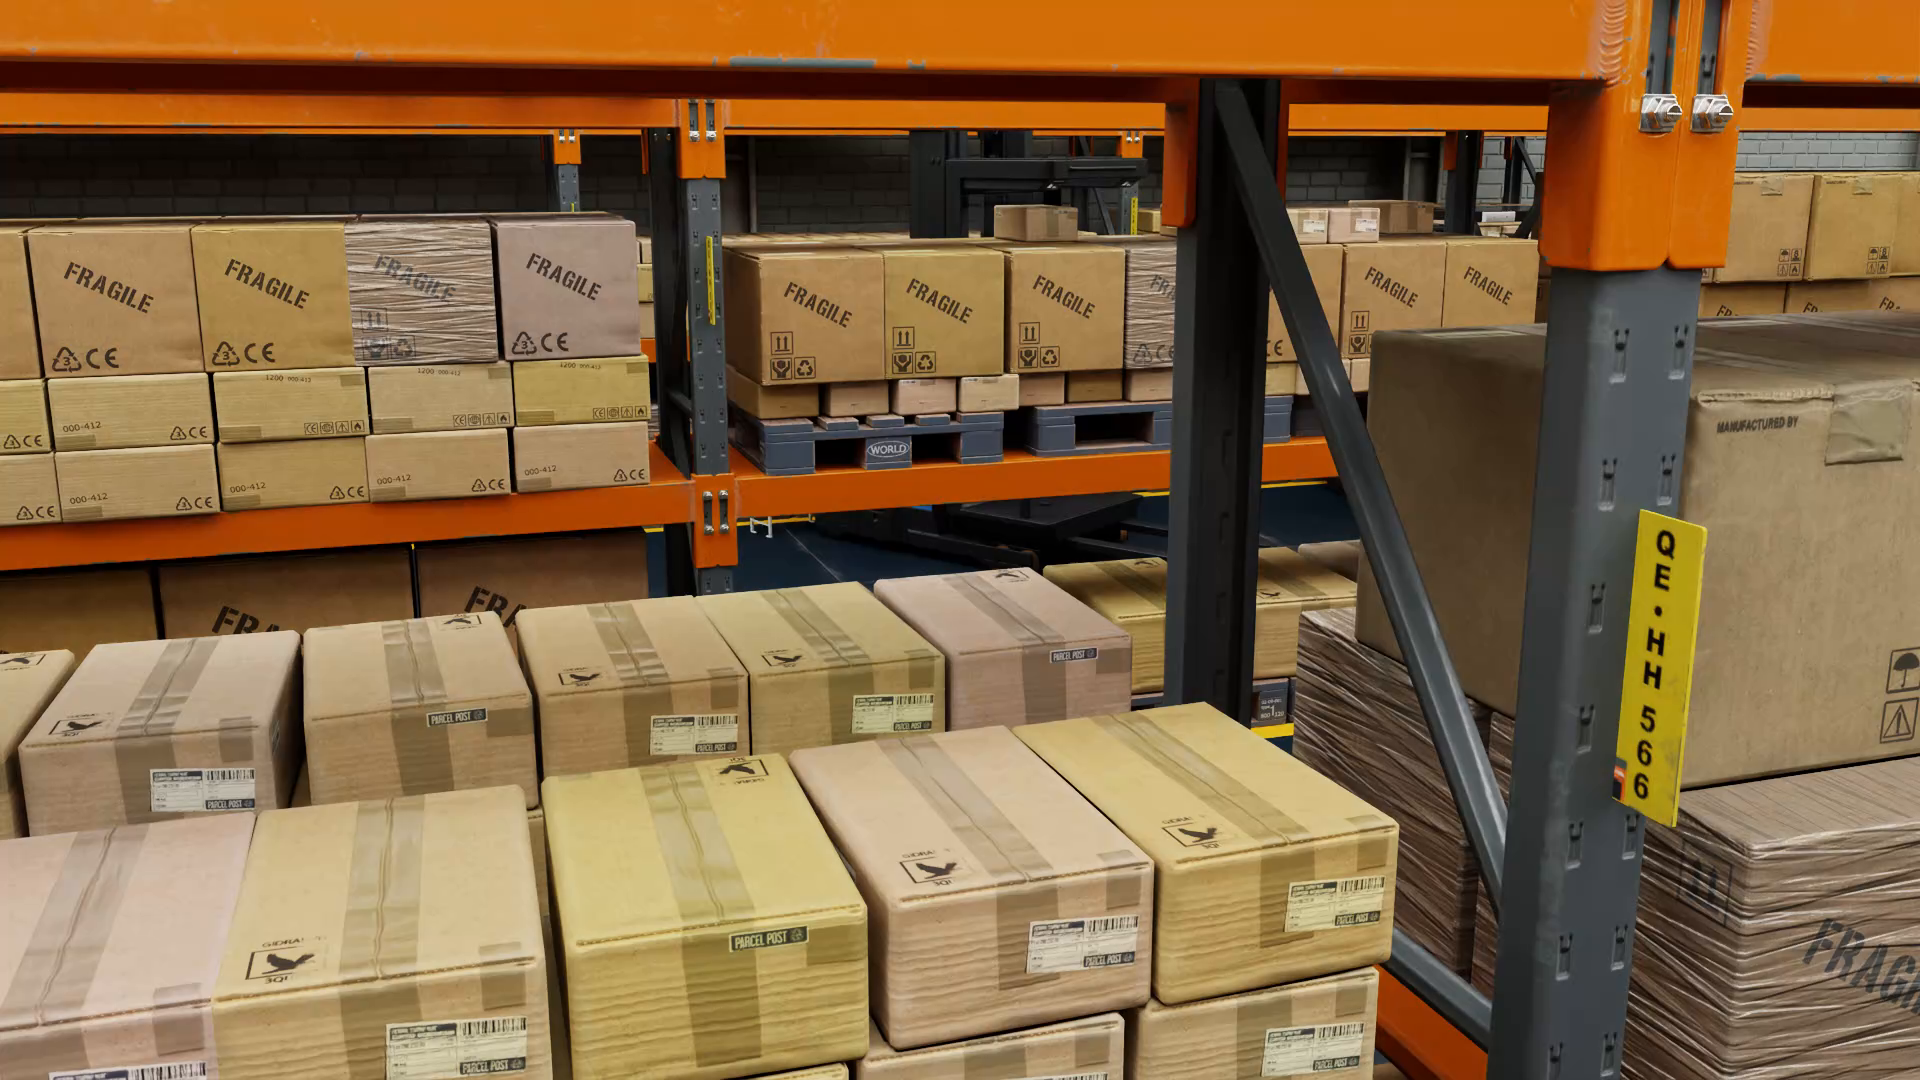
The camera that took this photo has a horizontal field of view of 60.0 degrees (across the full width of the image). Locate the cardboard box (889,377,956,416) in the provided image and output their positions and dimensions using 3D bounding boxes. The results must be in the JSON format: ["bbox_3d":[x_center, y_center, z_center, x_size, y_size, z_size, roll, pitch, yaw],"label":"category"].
[{"bbox_3d":[-0.201,-0.625,6.924,0.250,0.149,0.380,-5,14,-22],"label":"cardboard box"}]

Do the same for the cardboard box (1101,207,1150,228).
[{"bbox_3d":[1.290,-2.519,12.988,0.250,0.149,0.380,-4,14,-18],"label":"cardboard box"}]

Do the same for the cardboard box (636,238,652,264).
[{"bbox_3d":[-2.059,-1.968,11.315,0.250,0.149,0.380,-4,14,-17],"label":"cardboard box"}]

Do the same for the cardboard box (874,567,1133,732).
[{"bbox_3d":[0.050,0.162,2.328,0.250,0.149,0.380,-4,14,-18],"label":"cardboard box"}]

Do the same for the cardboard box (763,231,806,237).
[{"bbox_3d":[-1.293,-2.179,12.204,0.250,0.149,0.380,-5,14,-19],"label":"cardboard box"}]

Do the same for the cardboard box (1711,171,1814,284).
[{"bbox_3d":[3.648,-1.529,8.069,0.500,0.500,0.700,-4,14,-18],"label":"cardboard box"}]

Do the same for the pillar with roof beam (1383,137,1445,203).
[{"bbox_3d":[5.301,-4.336,9.924,0.400,9.000,9.100,-4,14,-18],"label":"pillar with roof beam"}]

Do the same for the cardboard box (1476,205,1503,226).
[{"bbox_3d":[4.139,-2.601,13.335,0.250,0.149,0.380,-4,14,-17],"label":"cardboard box"}]

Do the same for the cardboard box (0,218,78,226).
[{"bbox_3d":[-3.594,-0.937,6.223,0.500,0.500,0.500,-4,14,-16],"label":"cardboard box"}]

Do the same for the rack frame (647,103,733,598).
[{"bbox_3d":[-1.121,-0.536,6.915,0.127,3.000,1.000,-4,14,-18],"label":"rack frame"}]

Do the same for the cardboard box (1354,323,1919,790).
[{"bbox_3d":[0.983,-0.024,2.385,0.500,0.500,0.700,-5,14,-18],"label":"cardboard box"}]

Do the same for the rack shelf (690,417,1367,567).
[{"bbox_3d":[0.775,-0.334,7.619,4.000,0.370,1.077,-4,14,-18],"label":"rack shelf"}]

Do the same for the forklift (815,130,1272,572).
[{"bbox_3d":[0.491,-1.337,10.431,3.031,2.935,1.130,10,17,37],"label":"forklift"}]

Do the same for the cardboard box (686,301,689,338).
[{"bbox_3d":[-1.730,-1.567,11.572,0.500,0.250,0.500,-5,14,-19],"label":"cardboard box"}]

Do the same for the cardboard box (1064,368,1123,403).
[{"bbox_3d":[0.526,-0.705,7.261,0.250,0.149,0.380,-4,14,-16],"label":"cardboard box"}]

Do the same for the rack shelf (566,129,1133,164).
[{"bbox_3d":[-0.812,-2.882,11.847,4.000,0.370,1.077,-4,14,-18],"label":"rack shelf"}]

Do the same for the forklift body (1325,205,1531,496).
[{"bbox_3d":[3.660,-1.262,11.801,1.214,2.155,2.313,-4,14,-18],"label":"forklift body"}]

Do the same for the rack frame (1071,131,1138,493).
[{"bbox_3d":[1.084,-1.920,12.732,0.127,3.000,1.000,-4,14,-18],"label":"rack frame"}]

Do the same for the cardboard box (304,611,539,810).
[{"bbox_3d":[-0.685,0.219,2.090,0.250,0.149,0.380,-5,14,-20],"label":"cardboard box"}]

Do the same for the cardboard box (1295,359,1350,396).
[{"bbox_3d":[1.542,-0.753,7.461,0.250,0.149,0.380,-4,14,-18],"label":"cardboard box"}]

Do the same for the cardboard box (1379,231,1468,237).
[{"bbox_3d":[2.135,-1.257,8.180,0.500,0.500,0.500,-4,14,-17],"label":"cardboard box"}]

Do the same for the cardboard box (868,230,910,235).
[{"bbox_3d":[-0.543,-2.223,12.387,0.250,0.149,0.380,-5,14,-18],"label":"cardboard box"}]

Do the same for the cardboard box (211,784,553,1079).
[{"bbox_3d":[-0.503,0.365,1.476,0.250,0.149,0.380,-4,14,-16],"label":"cardboard box"}]

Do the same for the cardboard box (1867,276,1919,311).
[{"bbox_3d":[4.597,-1.114,8.486,0.500,0.500,0.500,-4,14,-17],"label":"cardboard box"}]

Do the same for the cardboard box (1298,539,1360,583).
[{"bbox_3d":[2.174,0.282,8.247,0.625,0.372,0.950,-4,14,-17],"label":"cardboard box"}]

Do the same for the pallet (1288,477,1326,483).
[{"bbox_3d":[3.009,-0.704,13.645,1.213,0.211,1.003,-4,14,-18],"label":"pallet"}]

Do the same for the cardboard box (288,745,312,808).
[{"bbox_3d":[-0.715,0.366,2.113,0.250,0.149,0.380,-4,14,-18],"label":"cardboard box"}]

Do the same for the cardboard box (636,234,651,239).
[{"bbox_3d":[-2.251,-2.101,11.876,0.250,0.149,0.380,-4,14,-17],"label":"cardboard box"}]

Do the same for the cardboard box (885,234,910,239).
[{"bbox_3d":[-0.371,-2.109,11.911,0.250,0.149,0.380,-4,14,-18],"label":"cardboard box"}]

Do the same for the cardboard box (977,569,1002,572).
[{"bbox_3d":[0.115,0.442,7.573,0.625,0.372,0.950,-5,14,-19],"label":"cardboard box"}]

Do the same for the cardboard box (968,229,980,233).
[{"bbox_3d":[0.174,-2.279,12.622,0.250,0.149,0.380,-4,14,-18],"label":"cardboard box"}]

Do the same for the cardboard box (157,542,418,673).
[{"bbox_3d":[-2.648,0.391,6.702,0.875,0.875,0.875,-4,14,-17],"label":"cardboard box"}]

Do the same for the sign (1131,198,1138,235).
[{"bbox_3d":[1.266,-2.326,12.110,0.005,0.325,0.100,-4,14,-18],"label":"sign"}]

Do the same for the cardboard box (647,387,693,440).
[{"bbox_3d":[-2.112,-0.717,11.898,0.625,0.625,0.875,-4,14,-16],"label":"cardboard box"}]

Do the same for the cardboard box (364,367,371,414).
[{"bbox_3d":[-2.170,-0.685,6.786,0.500,0.250,0.500,-4,14,-17],"label":"cardboard box"}]

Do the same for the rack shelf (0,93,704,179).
[{"bbox_3d":[-3.016,-1.498,6.031,4.000,0.370,1.077,-4,14,-18],"label":"rack shelf"}]

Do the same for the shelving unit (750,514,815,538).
[{"bbox_3d":[-1.163,-0.656,11.307,0.503,1.200,0.258,-11,17,-39],"label":"shelving unit"}]

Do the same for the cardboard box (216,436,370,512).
[{"bbox_3d":[-2.479,-0.294,6.222,0.500,0.250,0.500,-5,14,-19],"label":"cardboard box"}]

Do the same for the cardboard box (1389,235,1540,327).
[{"bbox_3d":[2.306,-1.145,7.707,0.500,0.500,0.500,-5,14,-19],"label":"cardboard box"}]

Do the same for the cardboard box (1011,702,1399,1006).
[{"bbox_3d":[0.236,0.307,1.719,0.250,0.149,0.380,-5,14,-20],"label":"cardboard box"}]

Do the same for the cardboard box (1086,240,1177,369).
[{"bbox_3d":[0.849,-1.032,7.234,0.500,0.500,0.500,-5,14,-20],"label":"cardboard box"}]

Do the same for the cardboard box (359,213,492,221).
[{"bbox_3d":[-2.133,-1.050,6.697,0.500,0.500,0.500,-4,14,-18],"label":"cardboard box"}]

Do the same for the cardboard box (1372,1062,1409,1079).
[{"bbox_3d":[1.160,1.407,2.700,0.750,0.750,1.050,-5,14,-19],"label":"cardboard box"}]

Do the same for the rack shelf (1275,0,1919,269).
[{"bbox_3d":[2.449,-0.715,2.739,4.000,0.370,1.077,-4,14,-18],"label":"rack shelf"}]

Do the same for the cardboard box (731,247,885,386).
[{"bbox_3d":[-0.620,-0.916,6.747,0.500,0.500,0.500,-5,14,-20],"label":"cardboard box"}]

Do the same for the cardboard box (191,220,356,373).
[{"bbox_3d":[-2.484,-0.901,6.071,0.500,0.500,0.500,-4,14,-18],"label":"cardboard box"}]

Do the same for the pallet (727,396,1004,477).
[{"bbox_3d":[-0.479,-0.519,7.257,1.003,0.211,1.213,-4,14,-18],"label":"pallet"}]

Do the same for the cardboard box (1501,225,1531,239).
[{"bbox_3d":[4.403,-2.467,13.414,0.250,0.149,0.380,-4,14,-17],"label":"cardboard box"}]

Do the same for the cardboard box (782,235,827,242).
[{"bbox_3d":[-1.091,-2.045,11.641,0.250,0.149,0.380,-4,14,-17],"label":"cardboard box"}]

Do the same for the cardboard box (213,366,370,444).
[{"bbox_3d":[-2.462,-0.534,6.150,0.500,0.250,0.500,-5,14,-20],"label":"cardboard box"}]

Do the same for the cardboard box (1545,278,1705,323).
[{"bbox_3d":[3.176,-0.996,7.990,0.500,0.500,0.500,-4,14,-18],"label":"cardboard box"}]

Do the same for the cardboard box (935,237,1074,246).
[{"bbox_3d":[0.186,-1.106,7.546,0.500,0.500,0.500,-5,14,-22],"label":"cardboard box"}]

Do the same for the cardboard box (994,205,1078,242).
[{"bbox_3d":[0.340,-1.432,7.513,0.250,0.149,0.380,-5,14,-21],"label":"cardboard box"}]

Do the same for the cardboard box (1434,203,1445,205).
[{"bbox_3d":[3.984,-2.712,13.800,0.250,0.149,0.380,-4,14,-17],"label":"cardboard box"}]

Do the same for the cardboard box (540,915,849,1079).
[{"bbox_3d":[-0.270,0.492,1.587,0.250,0.149,0.380,-4,14,-17],"label":"cardboard box"}]
